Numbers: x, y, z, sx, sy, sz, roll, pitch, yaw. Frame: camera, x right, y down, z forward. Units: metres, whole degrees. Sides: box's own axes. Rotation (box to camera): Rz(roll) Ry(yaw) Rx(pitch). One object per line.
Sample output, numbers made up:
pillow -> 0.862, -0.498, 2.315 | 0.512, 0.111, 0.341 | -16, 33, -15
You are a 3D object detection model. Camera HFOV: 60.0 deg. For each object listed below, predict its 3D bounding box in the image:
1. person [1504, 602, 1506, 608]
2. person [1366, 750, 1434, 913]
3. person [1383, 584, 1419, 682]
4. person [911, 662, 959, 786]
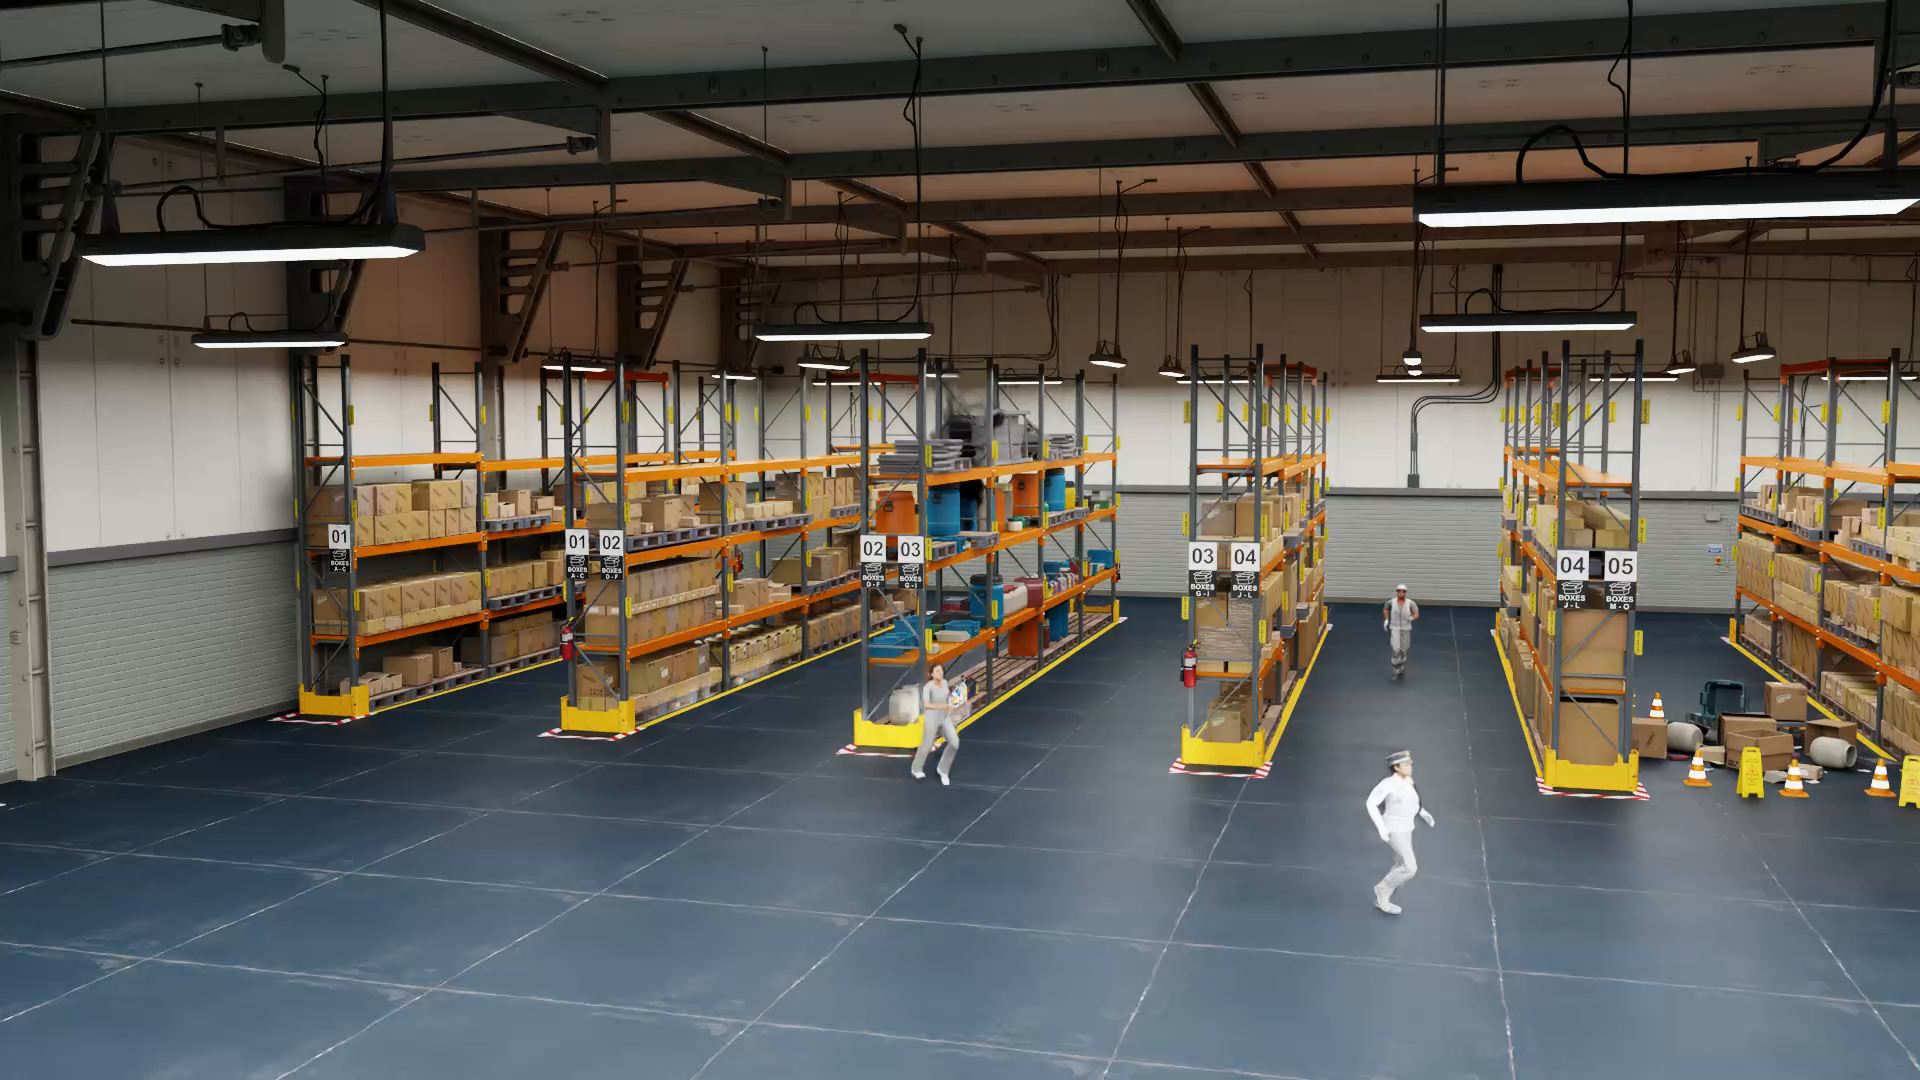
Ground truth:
person -> 13.074, 1.269, 38.914 | 0.725, 1.694, 0.662 | 1, 4, 15
person -> 4.437, 2.920, 16.645 | 0.551, 1.661, 0.623 | 4, 6, 43
person -> 8.368, 1.757, 31.524 | 0.639, 1.845, 0.783 | 1, 4, 10
person -> -0.312, 2.478, 22.540 | 0.571, 1.672, 0.858 | -3, 5, -35
